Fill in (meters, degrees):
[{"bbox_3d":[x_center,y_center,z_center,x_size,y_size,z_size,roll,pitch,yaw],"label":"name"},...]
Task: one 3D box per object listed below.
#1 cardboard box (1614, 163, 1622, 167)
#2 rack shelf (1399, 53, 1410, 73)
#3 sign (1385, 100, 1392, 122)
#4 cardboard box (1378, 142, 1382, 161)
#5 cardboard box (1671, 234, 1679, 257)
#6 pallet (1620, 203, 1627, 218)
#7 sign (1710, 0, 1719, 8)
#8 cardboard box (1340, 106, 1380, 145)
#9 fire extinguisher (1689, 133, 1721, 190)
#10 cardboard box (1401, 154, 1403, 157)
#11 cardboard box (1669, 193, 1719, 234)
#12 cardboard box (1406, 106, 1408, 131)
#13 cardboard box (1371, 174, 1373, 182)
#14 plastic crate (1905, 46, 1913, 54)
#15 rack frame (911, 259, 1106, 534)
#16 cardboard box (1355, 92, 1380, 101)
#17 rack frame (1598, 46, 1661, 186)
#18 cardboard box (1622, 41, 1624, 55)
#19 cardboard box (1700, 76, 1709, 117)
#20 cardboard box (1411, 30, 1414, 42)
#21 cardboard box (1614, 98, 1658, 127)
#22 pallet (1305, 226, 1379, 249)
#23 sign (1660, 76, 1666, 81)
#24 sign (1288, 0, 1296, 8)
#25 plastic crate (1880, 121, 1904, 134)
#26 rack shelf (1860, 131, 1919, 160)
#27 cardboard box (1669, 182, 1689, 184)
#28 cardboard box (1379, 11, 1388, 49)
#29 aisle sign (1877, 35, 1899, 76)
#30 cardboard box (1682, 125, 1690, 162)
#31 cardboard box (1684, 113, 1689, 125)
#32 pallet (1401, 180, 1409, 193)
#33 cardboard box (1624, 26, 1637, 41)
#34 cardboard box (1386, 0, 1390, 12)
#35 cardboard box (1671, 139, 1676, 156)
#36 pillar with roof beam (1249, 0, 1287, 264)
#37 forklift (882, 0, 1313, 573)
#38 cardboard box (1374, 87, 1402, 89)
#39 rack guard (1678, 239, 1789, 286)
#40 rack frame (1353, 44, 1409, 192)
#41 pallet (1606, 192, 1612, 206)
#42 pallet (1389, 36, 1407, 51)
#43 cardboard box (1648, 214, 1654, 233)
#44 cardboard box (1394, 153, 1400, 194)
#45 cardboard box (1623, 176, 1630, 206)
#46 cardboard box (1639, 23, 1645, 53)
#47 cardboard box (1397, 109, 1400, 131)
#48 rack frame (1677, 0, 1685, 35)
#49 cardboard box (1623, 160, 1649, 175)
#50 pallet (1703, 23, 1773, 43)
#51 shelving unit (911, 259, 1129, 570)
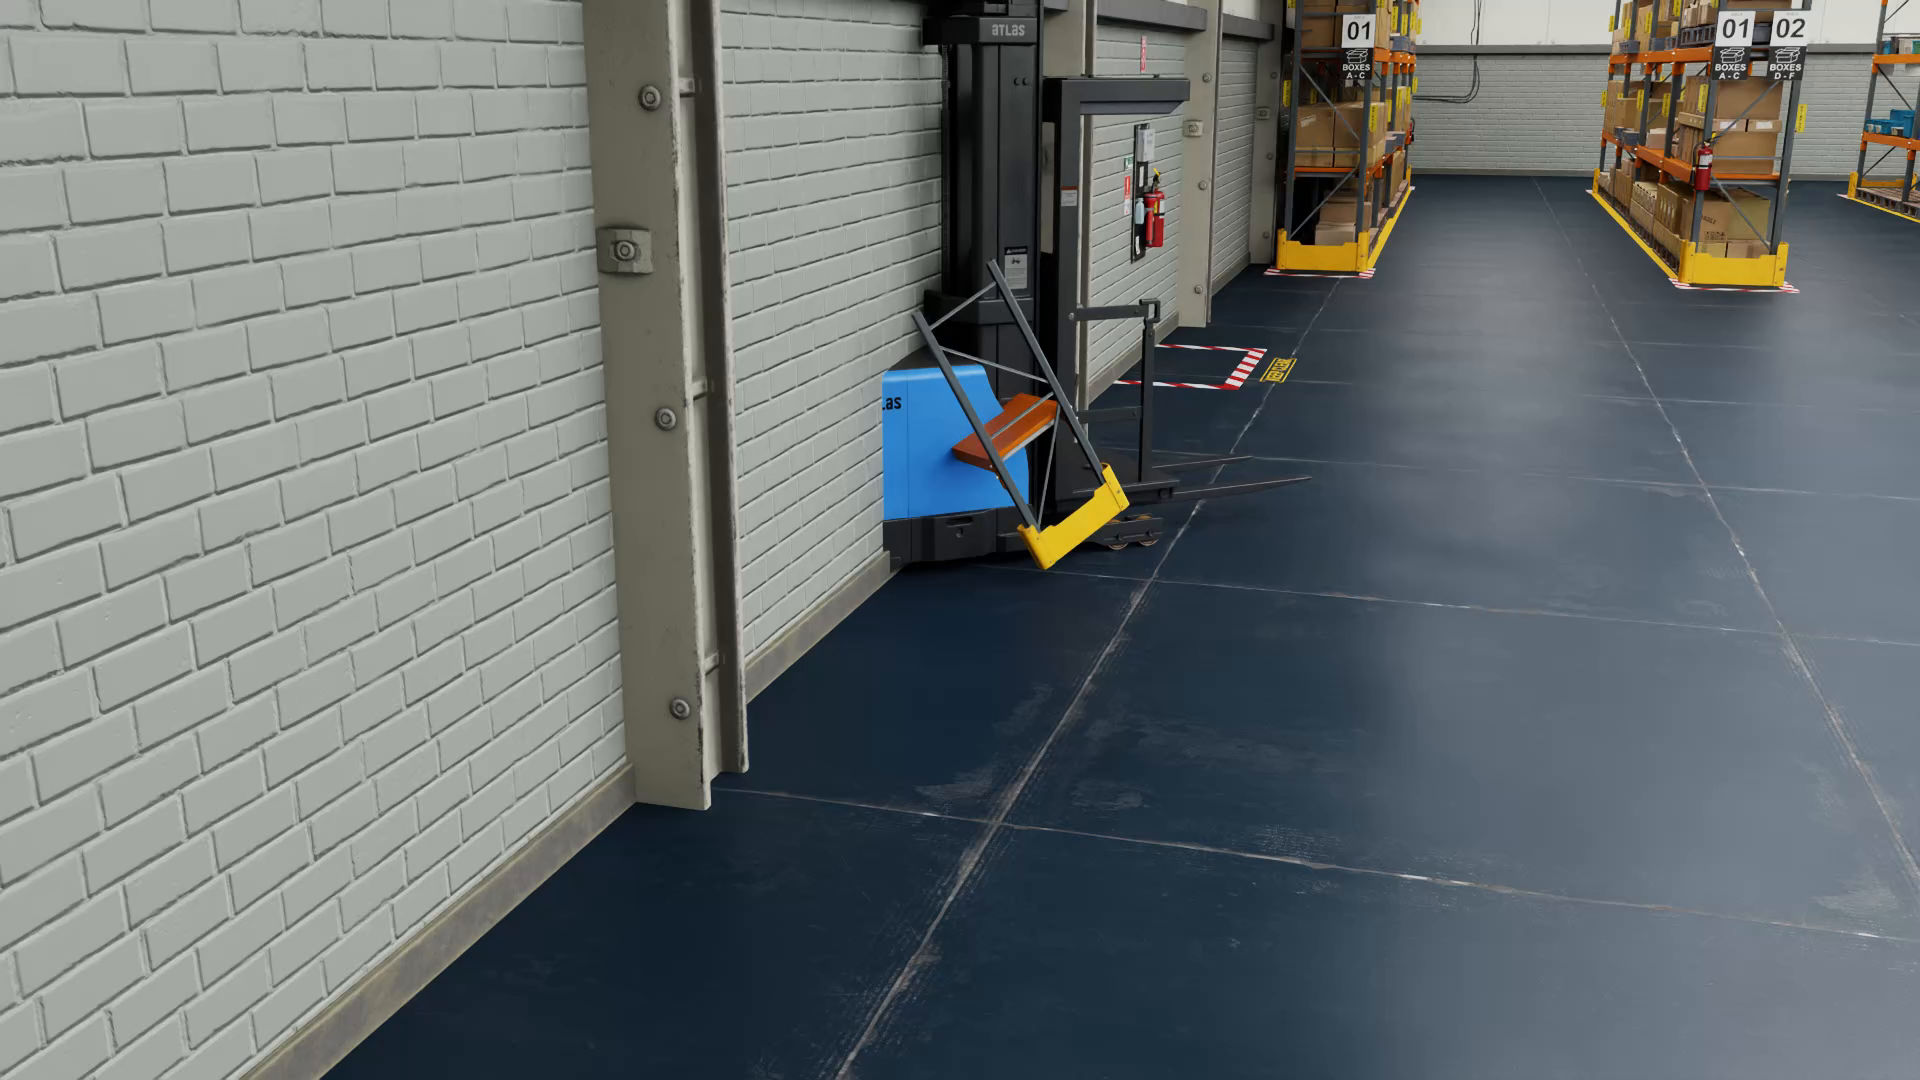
[{"bbox_3d":[13.435,-7.260,33.197,0.797,0.503,0.637,5,16,16],"label":"cardboard box"},{"bbox_3d":[7.587,-8.714,30.377,1.077,0.370,4.000,5,16,16],"label":"rack shelf"},{"bbox_3d":[6.404,-6.424,24.894,0.100,0.325,0.005,5,16,16],"label":"sign"},{"bbox_3d":[5.618,-5.443,23.262,0.500,0.250,0.500,5,17,16],"label":"cardboard box"},{"bbox_3d":[9.495,-3.792,21.471,0.500,0.250,0.500,5,16,16],"label":"cardboard box"},{"bbox_3d":[12.366,-5.880,29.673,1.003,0.211,1.213,5,16,16],"label":"pallet"},{"bbox_3d":[8.979,-6.495,19.755,0.100,0.325,0.005,5,16,16],"label":"sign"},{"bbox_3d":[5.319,-5.529,22.191,0.500,0.500,0.500,5,16,16],"label":"cardboard box"},{"bbox_3d":[9.017,-4.586,20.142,0.296,0.674,0.183,5,16,16],"label":"fire extinguisher"},{"bbox_3d":[8.886,-7.852,34.137,0.380,0.149,0.250,4,16,14],"label":"cardboard box"},{"bbox_3d":[9.633,-4.284,21.831,0.500,0.500,0.500,5,16,16],"label":"cardboard box"},{"bbox_3d":[8.735,-8.807,34.333,0.980,0.700,0.700,4,16,13],"label":"cardboard box"},{"bbox_3d":[6.642,-6.127,27.835,0.500,0.250,0.500,5,17,17],"label":"cardboard box"},{"bbox_3d":[17.650,-9.051,30.728,0.293,0.136,0.466,5,16,16],"label":"plastic crate"},{"bbox_3d":[0.306,-0.612,8.221,0.500,1.500,0.032,-37,25,-15],"label":"rack frame"},{"bbox_3d":[6.872,-7.488,28.054,0.380,0.149,0.250,2,16,7],"label":"cardboard box"},{"bbox_3d":[14.042,-8.804,34.871,1.000,3.000,0.127,5,16,16],"label":"rack frame"},{"bbox_3d":[12.941,-9.406,31.772,0.500,0.250,0.500,5,16,16],"label":"cardboard box"},{"bbox_3d":[9.942,-5.695,21.350,0.700,0.500,0.500,5,16,16],"label":"cardboard box"},{"bbox_3d":[8.763,-10.054,33.104,0.500,0.250,0.500,4,16,15],"label":"cardboard box"},{"bbox_3d":[12.557,-7.901,30.735,0.700,0.500,0.500,-1,16,-3],"label":"cardboard box"},{"bbox_3d":[5.725,-4.528,24.905,1.003,0.211,1.213,5,16,16],"label":"pallet"},{"bbox_3d":[14.569,-9.465,34.500,0.100,0.325,0.005,5,16,16],"label":"sign"},{"bbox_3d":[4.219,-6.918,21.104,0.100,0.325,0.005,5,16,16],"label":"sign"},{"bbox_3d":[18.031,-7.984,32.176,0.416,0.233,0.300,5,16,16],"label":"plastic crate"},{"bbox_3d":[18.222,-7.549,31.767,1.077,0.370,4.000,5,16,16],"label":"rack shelf"},{"bbox_3d":[11.856,-5.704,27.183,0.500,0.311,0.500,5,17,17],"label":"cardboard box"},{"bbox_3d":[5.698,-7.118,23.210,0.500,0.500,0.500,4,16,14],"label":"cardboard box"},{"bbox_3d":[18.526,-9.711,33.306,0.394,0.787,0.004,5,16,16],"label":"aisle sign"},{"bbox_3d":[10.369,-5.457,22.890,0.700,0.500,0.500,4,16,15],"label":"cardboard box"},{"bbox_3d":[10.154,-5.767,22.793,0.380,0.149,0.250,4,16,15],"label":"cardboard box"},{"bbox_3d":[9.140,-7.630,35.844,1.003,0.211,1.213,5,16,16],"label":"pallet"},{"bbox_3d":[12.784,-9.517,31.247,0.500,0.250,0.500,5,16,16],"label":"cardboard box"},{"bbox_3d":[5.715,-7.596,23.062,0.500,0.500,0.500,4,16,14],"label":"cardboard box"},{"bbox_3d":[10.706,-5.844,24.682,0.396,0.266,0.258,4,16,15],"label":"cardboard box"},{"bbox_3d":[8.242,-7.804,20.351,9.100,9.000,0.400,5,16,16],"label":"pillar with roof beam"},{"bbox_3d":[0.569,-1.480,9.175,3.031,2.935,1.130,-7,17,-23],"label":"forklift"},{"bbox_3d":[7.824,-8.160,30.463,0.500,0.250,0.500,4,16,15],"label":"cardboard box"},{"bbox_3d":[9.489,-3.409,20.432,1.175,0.500,0.348,5,16,16],"label":"rack guard"},{"bbox_3d":[8.155,-8.141,32.533,1.000,3.000,0.127,5,16,16],"label":"rack frame"},{"bbox_3d":[13.102,-6.595,32.195,1.003,0.211,1.213,5,16,16],"label":"pallet"},{"bbox_3d":[6.159,-7.553,25.310,1.213,0.211,1.003,5,16,16],"label":"pallet"},{"bbox_3d":[10.472,-4.675,24.582,0.500,0.250,0.500,4,16,15],"label":"cardboard box"},{"bbox_3d":[7.845,-6.895,31.313,0.750,0.750,0.750,5,17,18],"label":"cardboard box"},{"bbox_3d":[11.957,-6.118,29.177,0.500,0.500,0.500,4,16,14],"label":"cardboard box"},{"bbox_3d":[12.153,-8.588,28.431,0.910,0.500,0.500,5,16,16],"label":"cardboard box"},{"bbox_3d":[7.560,-7.538,29.645,0.500,0.500,0.500,5,17,18],"label":"cardboard box"},{"bbox_3d":[10.632,-8.550,22.984,1.000,3.000,0.127,5,16,16],"label":"rack frame"},{"bbox_3d":[12.108,-6.627,29.596,0.500,0.250,0.500,4,16,15],"label":"cardboard box"},{"bbox_3d":[9.721,-6.201,20.361,1.003,0.211,1.213,5,16,16],"label":"pallet"},{"bbox_3d":[0.073,-0.714,8.672,0.587,1.500,1.083,-37,25,-15],"label":"shelving unit"}]
